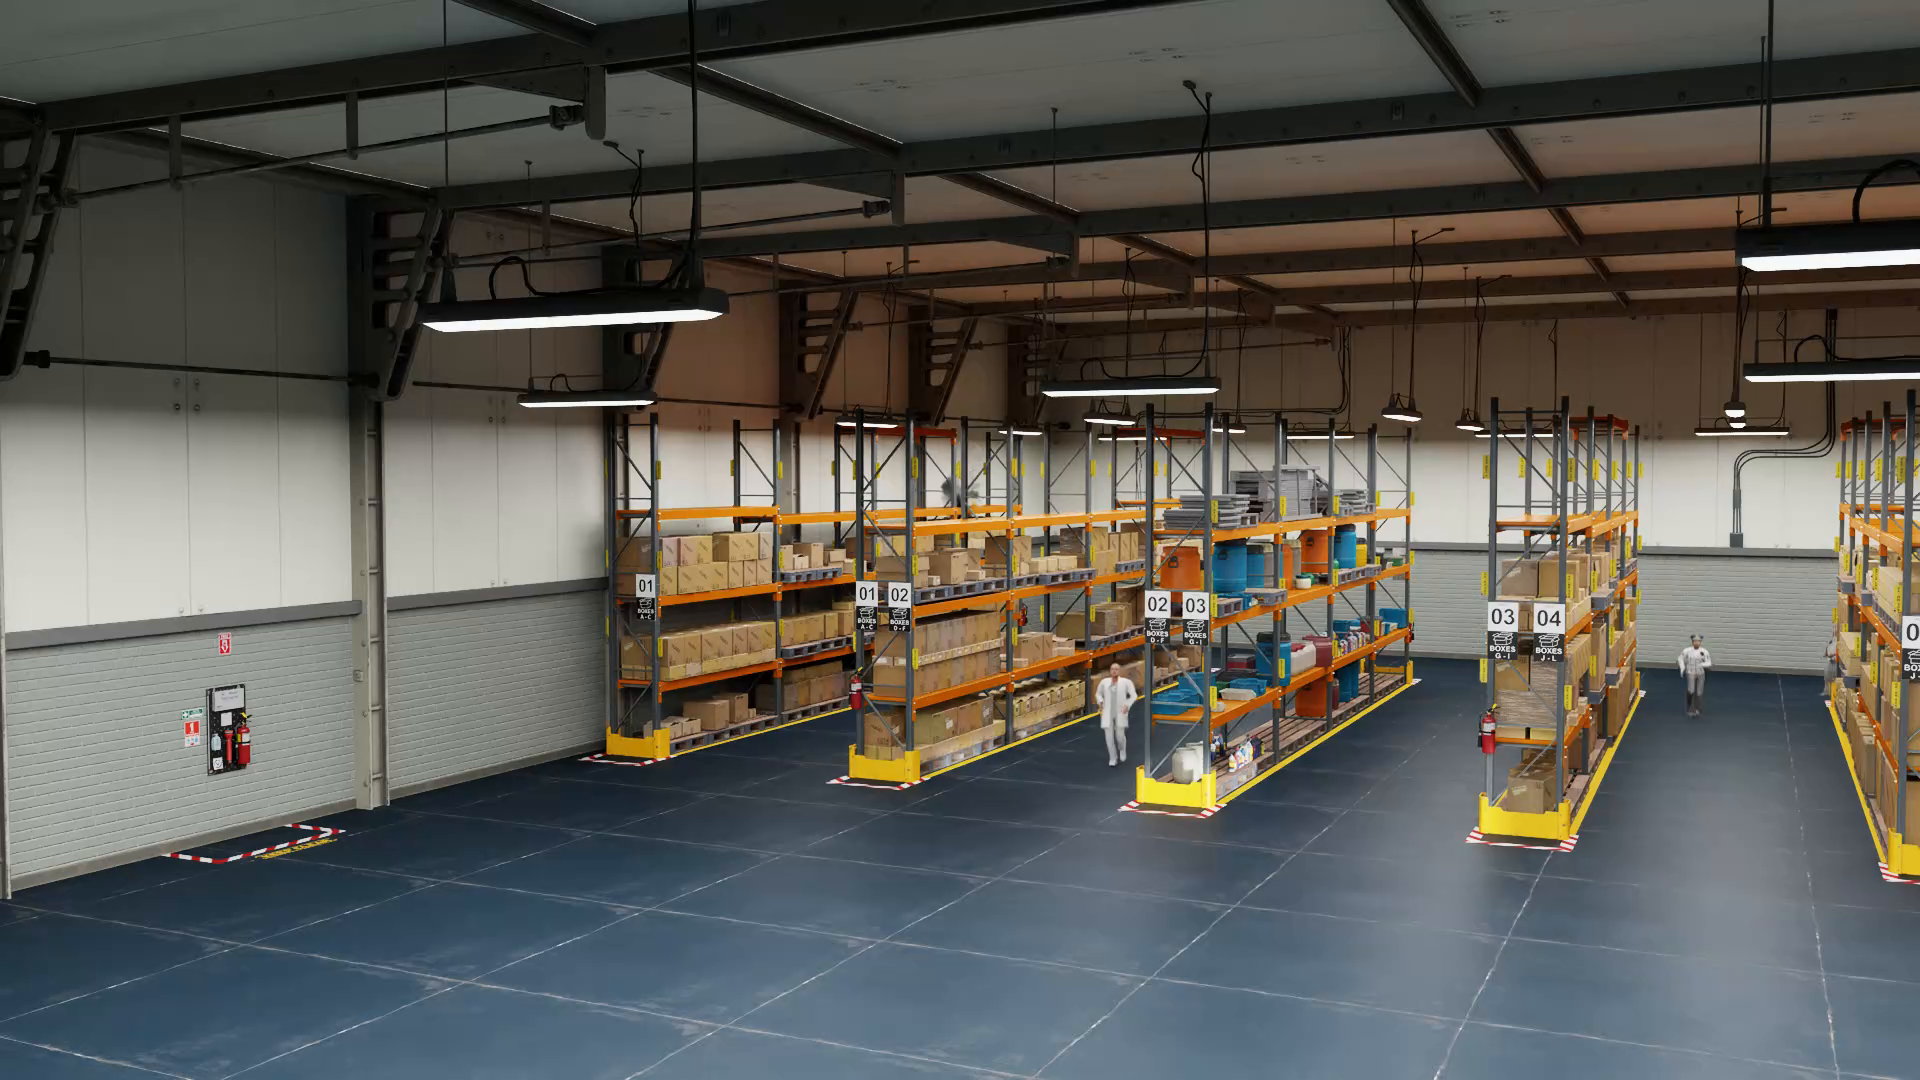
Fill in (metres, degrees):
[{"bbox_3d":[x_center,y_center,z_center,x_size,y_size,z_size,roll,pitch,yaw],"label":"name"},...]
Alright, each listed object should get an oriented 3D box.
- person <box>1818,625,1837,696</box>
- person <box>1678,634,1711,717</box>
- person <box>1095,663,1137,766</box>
[{"bbox_3d":[19.135,2.663,36.423,0.745,1.642,0.701,2,3,41],"label":"person"},{"bbox_3d":[14.862,2.743,33.613,0.587,1.691,0.668,1,3,18],"label":"person"},{"bbox_3d":[2.618,2.950,28.132,0.706,1.725,0.663,1,2,15],"label":"person"}]
